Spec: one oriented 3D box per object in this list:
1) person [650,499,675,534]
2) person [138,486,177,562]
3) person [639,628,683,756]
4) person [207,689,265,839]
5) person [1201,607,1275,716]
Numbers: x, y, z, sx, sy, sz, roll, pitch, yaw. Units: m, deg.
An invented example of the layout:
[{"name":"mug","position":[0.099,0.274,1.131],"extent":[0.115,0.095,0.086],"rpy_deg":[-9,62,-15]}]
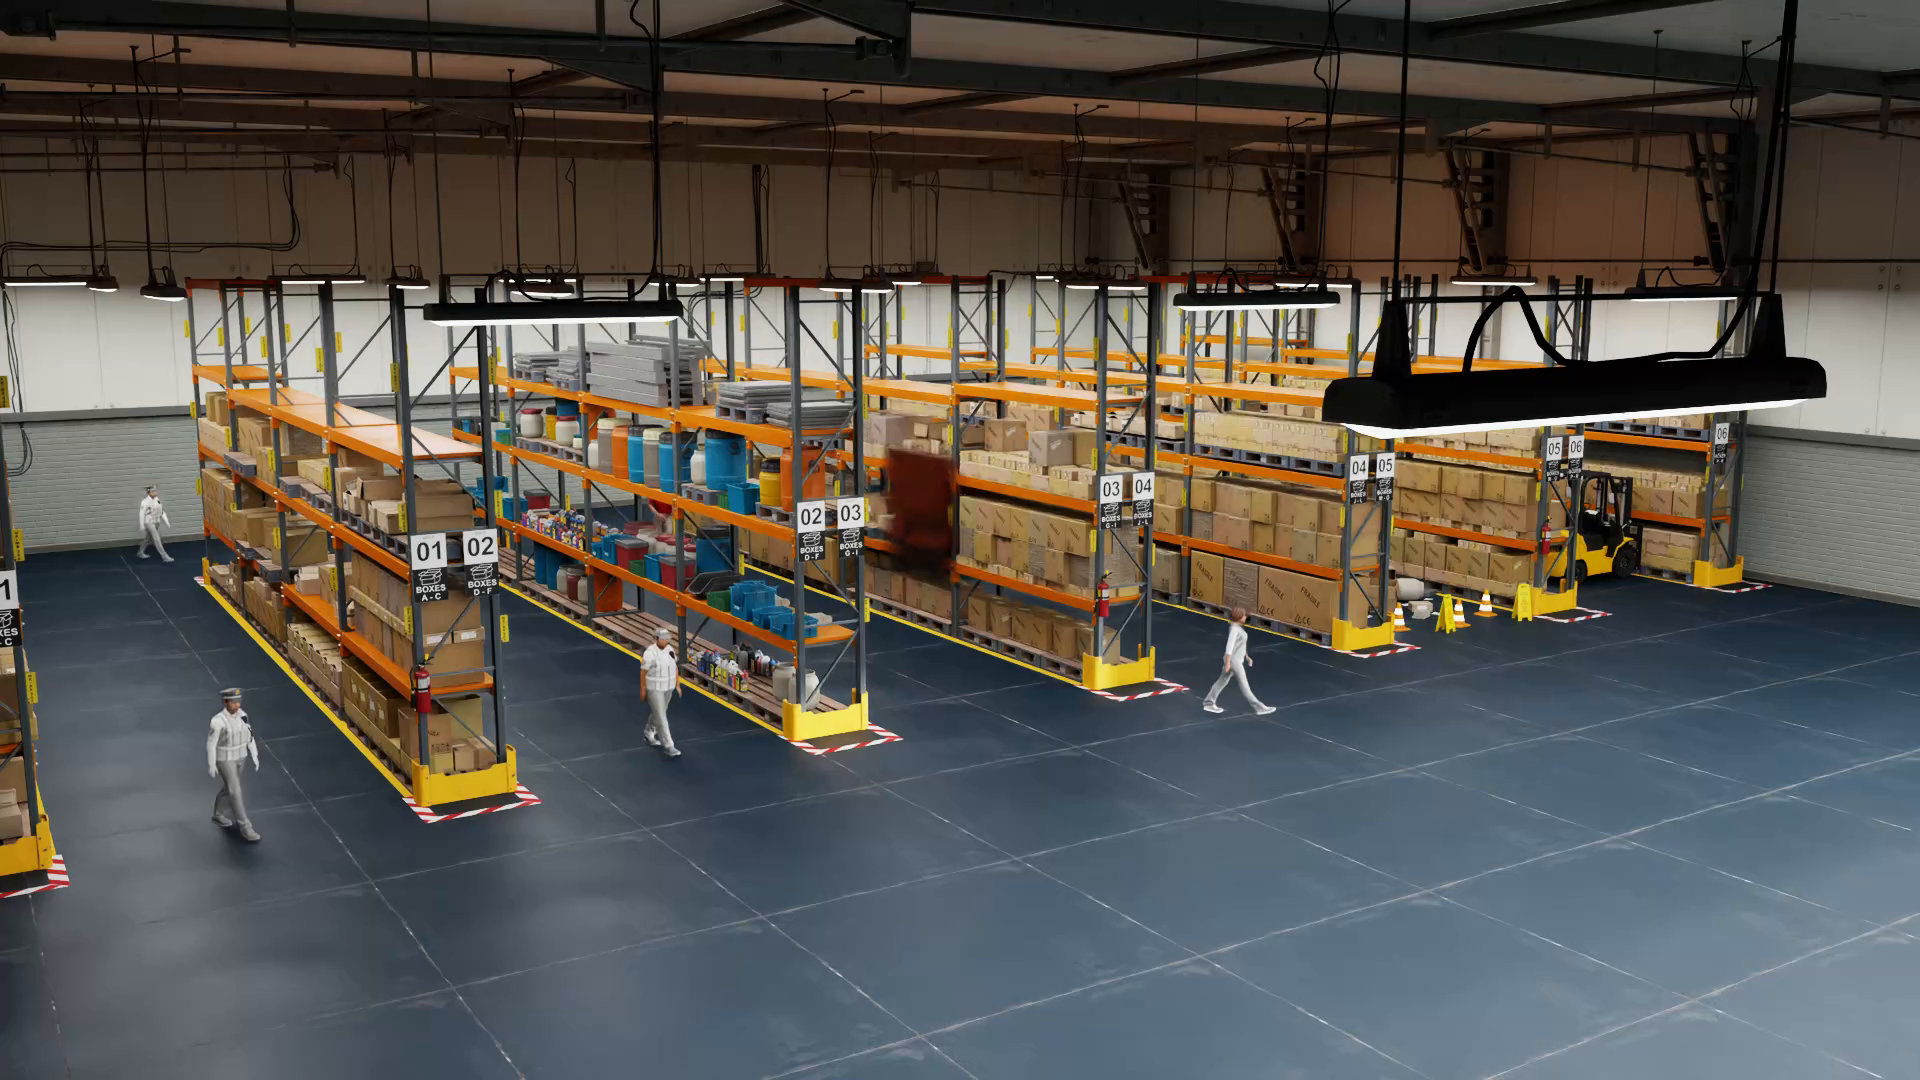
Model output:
[{"name":"person","position":[-6.405,-0.498,35.998],"extent":[0.665,1.631,0.833],"rpy_deg":[-4,10,-22]},{"name":"person","position":[-17.022,-0.360,35.154],"extent":[1.079,1.607,0.507],"rpy_deg":[3,10,15]},{"name":"person","position":[-3.860,1.936,21.542],"extent":[0.983,1.605,0.553],"rpy_deg":[6,11,31]},{"name":"person","position":[-8.049,2.444,18.458],"extent":[0.956,1.620,0.527],"rpy_deg":[3,10,15]},{"name":"person","position":[3.893,1.690,23.220],"extent":[0.990,1.532,0.463],"rpy_deg":[0,10,0]}]
